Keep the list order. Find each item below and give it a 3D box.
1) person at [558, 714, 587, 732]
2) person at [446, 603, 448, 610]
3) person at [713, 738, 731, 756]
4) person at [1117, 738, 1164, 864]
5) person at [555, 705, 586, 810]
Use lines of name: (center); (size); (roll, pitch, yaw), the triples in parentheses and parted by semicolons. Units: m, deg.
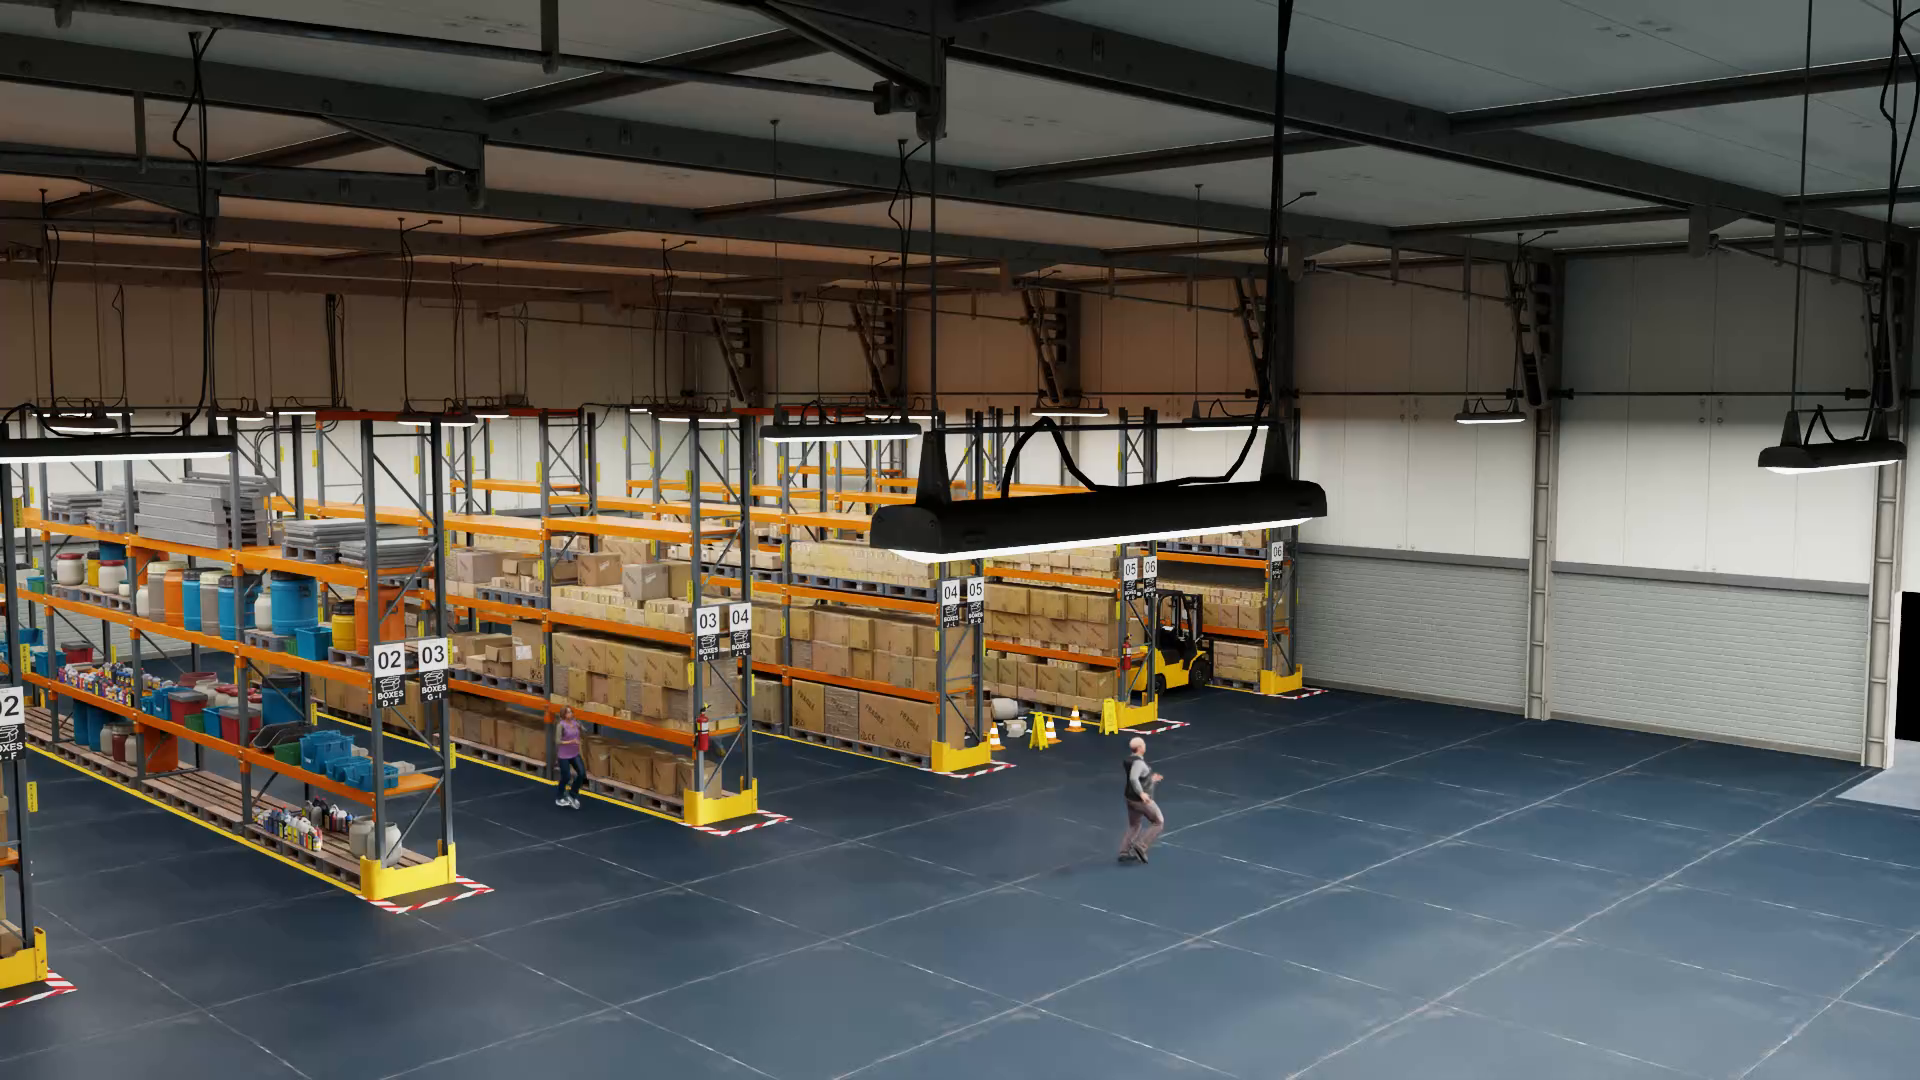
person: (-7.290, 2.708, 31.155); (0.871, 1.677, 0.612); (4, 7, 41)
person: (-11.460, 2.191, 36.740); (0.693, 1.785, 0.931); (-5, 7, -43)
person: (-4.350, 2.856, 29.136); (0.900, 1.758, 0.718); (3, 6, 32)
person: (2.437, 3.495, 22.331); (0.676, 1.701, 0.630); (-2, 5, -21)
person: (-5.912, 3.302, 25.219); (0.636, 1.608, 0.517); (4, 6, 38)
